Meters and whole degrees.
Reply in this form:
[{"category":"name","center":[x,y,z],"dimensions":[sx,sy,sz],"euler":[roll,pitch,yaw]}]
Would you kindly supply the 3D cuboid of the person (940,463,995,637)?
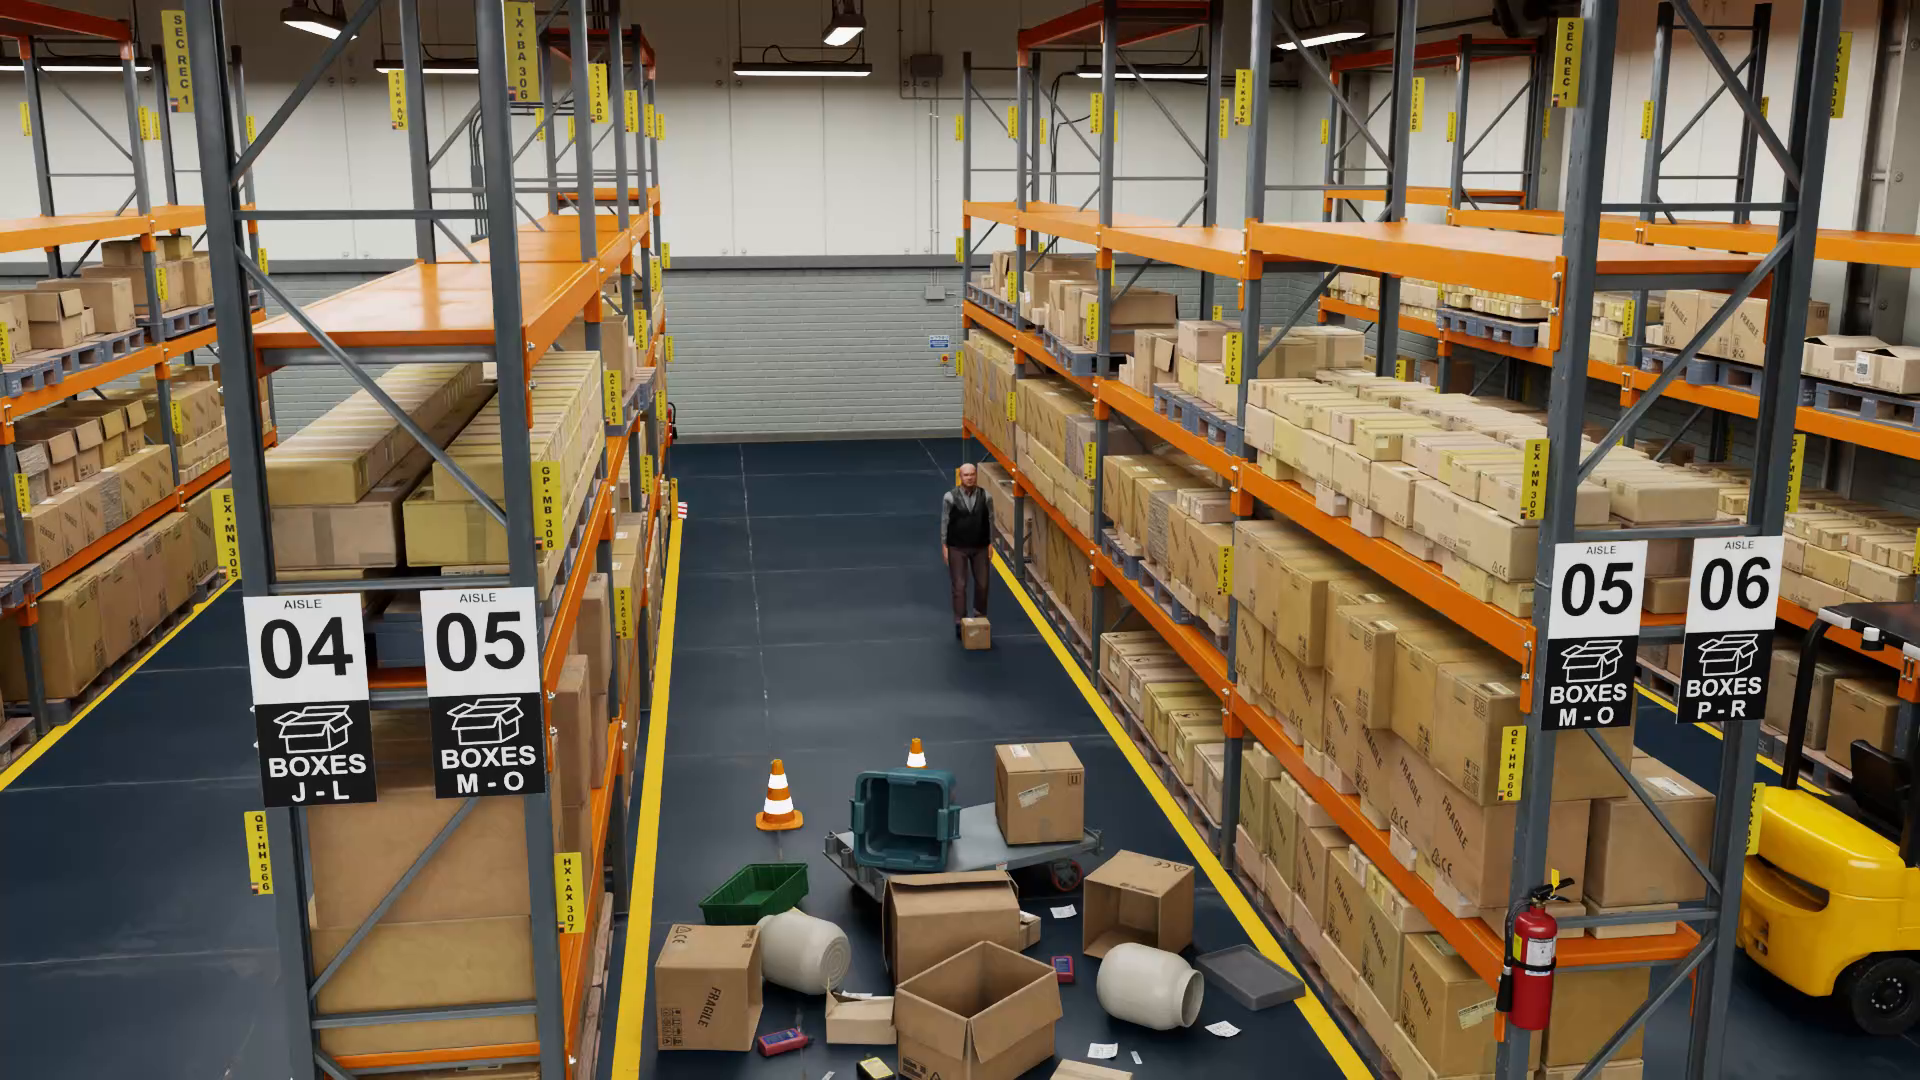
[{"category":"person","center":[0.082,0.148,16.645],"dimensions":[0.556,1.663,0.561],"euler":[-2,13,-8]}]
